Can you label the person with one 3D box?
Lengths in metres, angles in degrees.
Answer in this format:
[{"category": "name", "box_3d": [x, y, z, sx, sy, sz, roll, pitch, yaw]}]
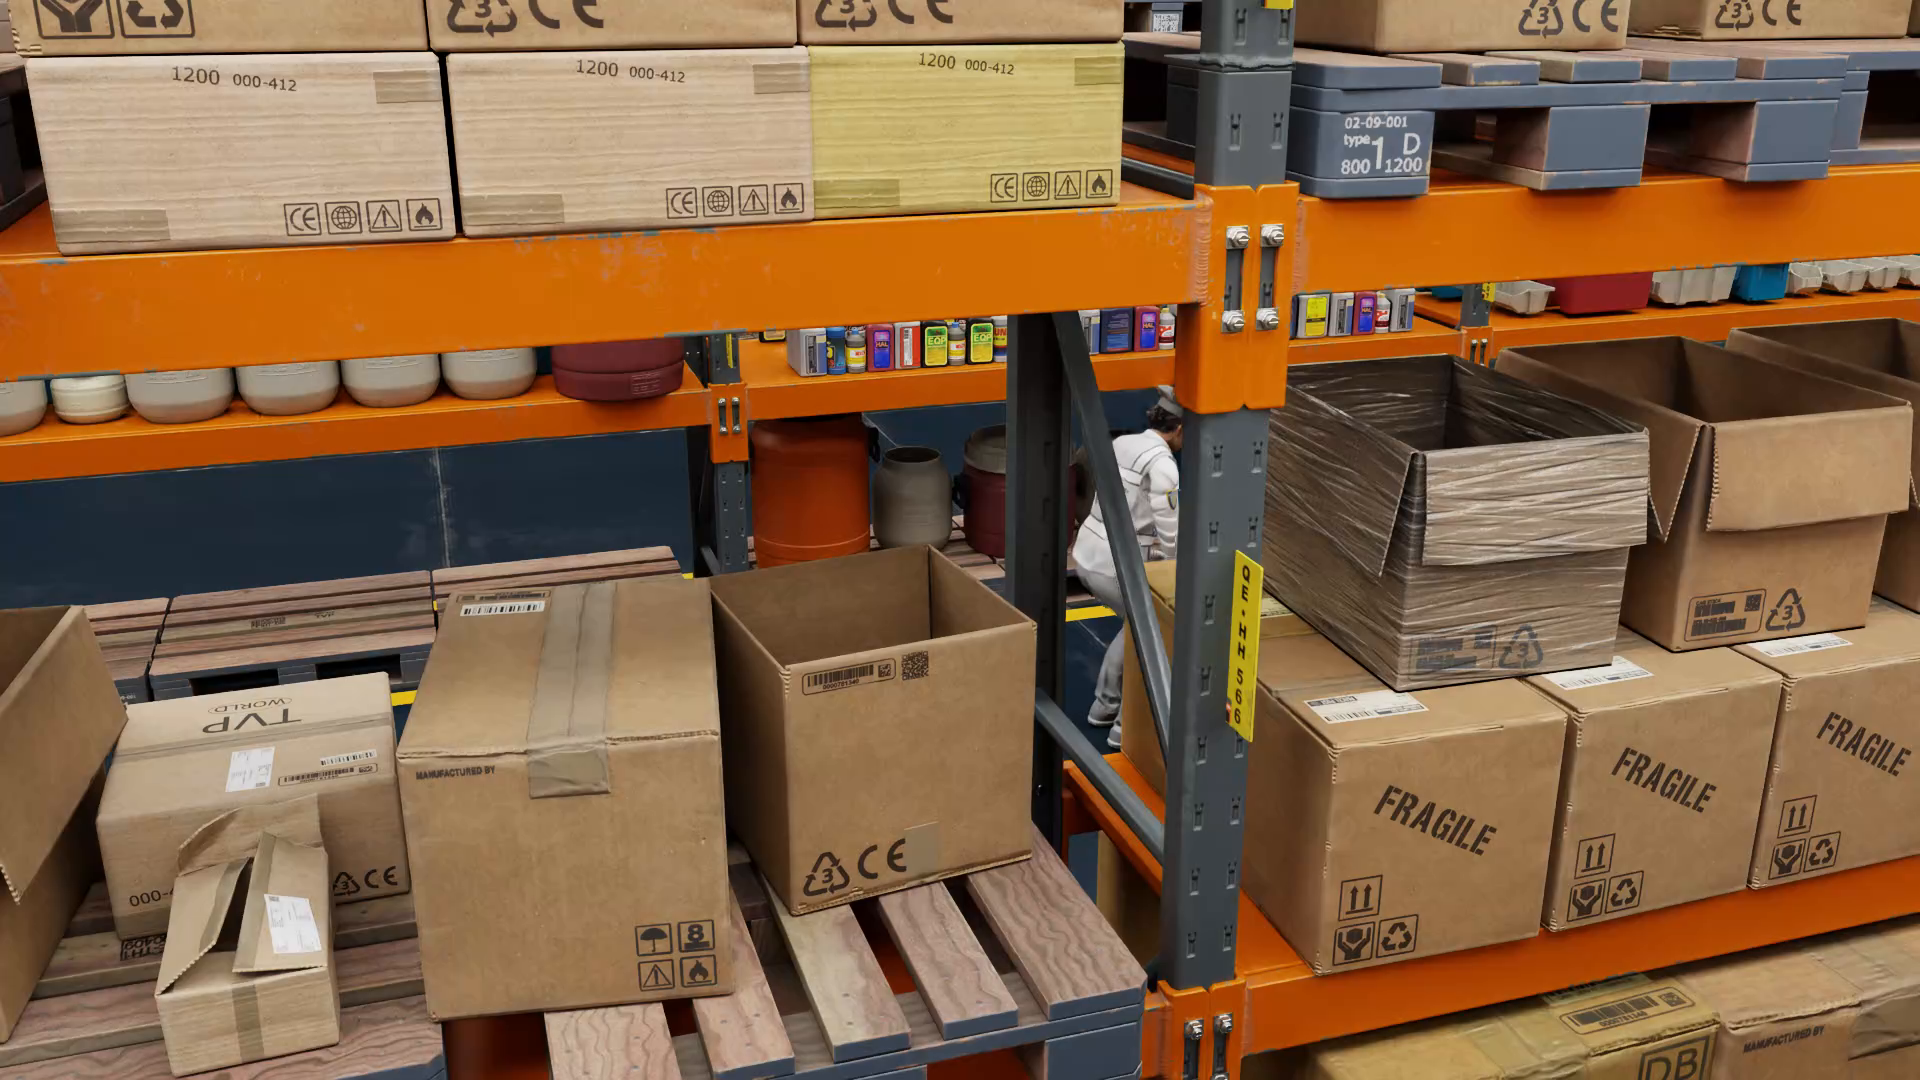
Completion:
[{"category": "person", "box_3d": [0.762, 0.107, 6.996, 0.591, 1.522, 0.526, -6, 20, -16]}]
